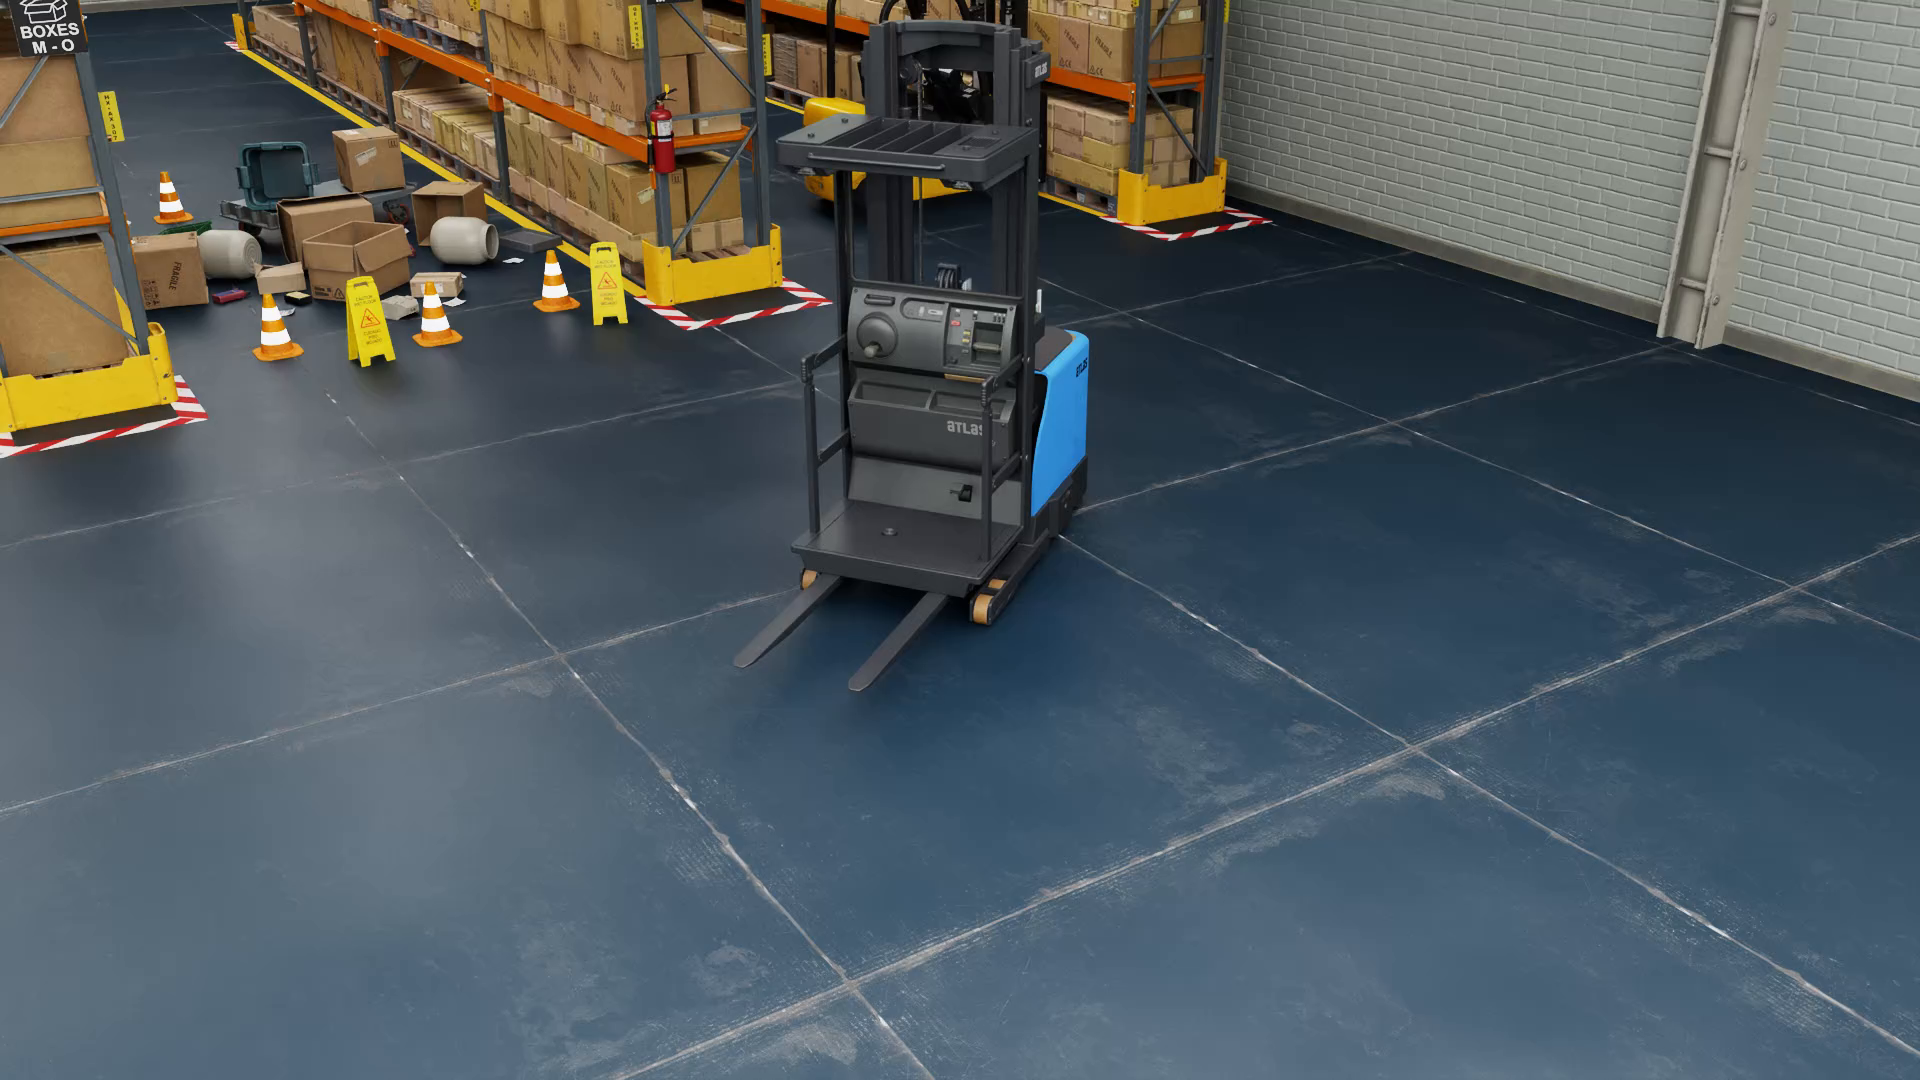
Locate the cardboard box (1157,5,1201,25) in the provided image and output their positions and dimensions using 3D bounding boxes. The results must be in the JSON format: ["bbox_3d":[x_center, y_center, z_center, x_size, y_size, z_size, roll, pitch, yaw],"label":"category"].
[{"bbox_3d":[2.132,-5.146,16.260,0.380,0.149,0.250,-16,30,-31],"label":"cardboard box"}]

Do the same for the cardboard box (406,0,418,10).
[{"bbox_3d":[-5.786,-6.111,18.223,0.500,0.500,0.500,-15,29,-29],"label":"cardboard box"}]

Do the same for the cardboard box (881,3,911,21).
[{"bbox_3d":[-0.578,-6.108,19.351,0.500,0.250,0.500,-15,29,-28],"label":"cardboard box"}]

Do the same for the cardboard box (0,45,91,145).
[{"bbox_3d":[-6.319,-2.976,11.100,0.875,0.550,0.550,-16,29,-30],"label":"cardboard box"}]

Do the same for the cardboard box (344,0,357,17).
[{"bbox_3d":[-7.210,-6.561,20.310,0.500,0.250,0.500,-15,29,-29],"label":"cardboard box"}]

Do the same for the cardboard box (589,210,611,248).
[{"bbox_3d":[-3.000,-2.828,14.955,0.500,0.250,0.500,-15,29,-29],"label":"cardboard box"}]

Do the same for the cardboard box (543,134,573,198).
[{"bbox_3d":[-3.561,-3.536,15.576,0.500,0.500,0.500,-14,29,-27],"label":"cardboard box"}]

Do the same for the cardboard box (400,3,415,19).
[{"bbox_3d":[-6.033,-5.925,18.590,0.380,0.149,0.250,-15,29,-29],"label":"cardboard box"}]

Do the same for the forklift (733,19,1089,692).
[{"bbox_3d":[-0.229,-1.075,8.593,1.130,2.935,3.031,9,27,19],"label":"forklift"}]

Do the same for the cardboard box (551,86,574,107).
[{"bbox_3d":[-3.486,-4.054,15.118,0.380,0.149,0.250,-16,29,-30],"label":"cardboard box"}]

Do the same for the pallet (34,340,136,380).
[{"bbox_3d":[-6.651,-1.285,12.224,1.003,0.211,1.213,-16,29,-30],"label":"pallet"}]

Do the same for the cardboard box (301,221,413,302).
[{"bbox_3d":[-5.137,-2.377,14.196,0.637,0.503,0.797,7,26,15],"label":"cardboard box"}]

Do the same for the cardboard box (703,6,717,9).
[{"bbox_3d":[-3.713,-7.628,24.071,0.380,0.149,0.250,-14,29,-28],"label":"cardboard box"}]

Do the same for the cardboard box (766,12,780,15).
[{"bbox_3d":[-2.687,-7.390,23.566,0.380,0.149,0.250,-17,30,-32],"label":"cardboard box"}]

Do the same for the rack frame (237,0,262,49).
[{"bbox_3d":[-10.791,-9.191,25.705,1.000,3.000,0.127,-16,29,-30],"label":"rack frame"}]

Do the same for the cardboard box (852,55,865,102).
[{"bbox_3d":[-0.795,-5.636,20.465,0.875,0.625,0.625,-16,30,-30],"label":"cardboard box"}]

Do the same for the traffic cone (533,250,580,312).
[{"bbox_3d":[-3.372,-2.174,13.813,0.336,0.463,0.334,-16,29,-30],"label":"traffic cone"}]

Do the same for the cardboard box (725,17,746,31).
[{"bbox_3d":[-3.031,-7.153,23.064,0.380,0.149,0.250,-17,30,-31],"label":"cardboard box"}]

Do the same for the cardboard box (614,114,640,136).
[{"bbox_3d":[-2.672,-3.503,13.951,0.380,0.149,0.250,-16,30,-30],"label":"cardboard box"}]

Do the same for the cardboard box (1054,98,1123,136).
[{"bbox_3d":[1.304,-4.298,16.898,0.500,0.250,0.500,-15,29,-29],"label":"cardboard box"}]

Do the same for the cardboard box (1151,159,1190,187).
[{"bbox_3d":[1.996,-3.794,17.001,0.500,0.250,0.500,-15,29,-29],"label":"cardboard box"}]

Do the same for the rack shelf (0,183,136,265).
[{"bbox_3d":[-7.241,-2.668,12.731,1.077,0.370,4.000,-16,29,-30],"label":"rack shelf"}]

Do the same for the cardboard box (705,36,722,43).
[{"bbox_3d":[-2.369,-4.066,14.384,0.500,0.500,0.500,-15,29,-28],"label":"cardboard box"}]

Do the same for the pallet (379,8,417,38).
[{"bbox_3d":[-5.946,-6.012,19.197,1.213,0.211,1.003,-16,29,-30],"label":"pallet"}]

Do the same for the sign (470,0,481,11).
[{"bbox_3d":[-4.704,-5.291,16.089,0.100,0.325,0.005,-16,29,-30],"label":"sign"}]

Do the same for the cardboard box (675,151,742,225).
[{"bbox_3d":[-2.279,-3.115,14.685,0.500,0.500,0.500,-17,30,-31],"label":"cardboard box"}]

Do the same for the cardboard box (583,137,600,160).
[{"bbox_3d":[-3.104,-3.479,14.696,0.380,0.149,0.250,-15,29,-29],"label":"cardboard box"}]

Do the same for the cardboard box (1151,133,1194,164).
[{"bbox_3d":[2.017,-4.015,16.885,0.500,0.250,0.500,-15,29,-29],"label":"cardboard box"}]

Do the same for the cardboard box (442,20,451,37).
[{"bbox_3d":[-5.195,-5.367,17.408,0.380,0.149,0.250,-15,29,-29],"label":"cardboard box"}]

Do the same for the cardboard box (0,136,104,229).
[{"bbox_3d":[-6.390,-2.468,11.289,0.875,0.550,0.550,-16,29,-30],"label":"cardboard box"}]

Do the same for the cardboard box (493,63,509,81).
[{"bbox_3d":[-4.337,-4.597,16.269,0.380,0.149,0.250,-16,29,-30],"label":"cardboard box"}]

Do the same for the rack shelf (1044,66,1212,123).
[{"bbox_3d":[1.008,-5.016,17.704,1.077,0.370,4.000,-16,29,-30],"label":"rack shelf"}]

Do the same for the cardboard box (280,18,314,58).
[{"bbox_3d":[-9.350,-7.361,24.338,0.875,0.438,0.875,-17,30,-31],"label":"cardboard box"}]

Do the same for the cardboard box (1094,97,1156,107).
[{"bbox_3d":[1.720,-4.418,17.153,0.500,0.250,0.500,-15,29,-29],"label":"cardboard box"}]

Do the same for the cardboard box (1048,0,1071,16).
[{"bbox_3d":[1.110,-5.390,16.778,0.380,0.149,0.250,-17,30,-31],"label":"cardboard box"}]

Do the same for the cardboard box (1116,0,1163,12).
[{"bbox_3d":[1.728,-5.178,15.979,0.380,0.149,0.250,-15,29,-29],"label":"cardboard box"}]

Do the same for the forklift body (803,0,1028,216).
[{"bbox_3d":[-0.464,-4.495,16.753,2.313,2.155,1.214,-16,29,-30],"label":"forklift body"}]

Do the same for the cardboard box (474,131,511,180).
[{"bbox_3d":[-4.529,-4.087,17.480,0.950,0.372,0.625,-15,29,-29],"label":"cardboard box"}]

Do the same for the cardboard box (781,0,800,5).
[{"bbox_3d":[-1.959,-7.023,21.288,0.500,0.250,0.500,-16,30,-31],"label":"cardboard box"}]

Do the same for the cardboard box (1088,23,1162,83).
[{"bbox_3d":[1.611,-4.786,16.257,0.500,0.500,0.500,-16,30,-31],"label":"cardboard box"}]

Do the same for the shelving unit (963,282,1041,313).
[{"bbox_3d":[0.220,-0.979,10.419,0.503,1.200,0.258,9,27,19],"label":"shelving unit"}]

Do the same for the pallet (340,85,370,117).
[{"bbox_3d":[-7.453,-5.804,21.797,1.003,0.211,1.213,-16,29,-30],"label":"pallet"}]

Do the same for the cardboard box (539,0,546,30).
[{"bbox_3d":[-3.309,-4.783,14.732,0.700,0.500,0.500,-16,29,-30],"label":"cardboard box"}]

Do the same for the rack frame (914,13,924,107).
[{"bbox_3d":[-0.084,-6.057,19.066,1.000,3.000,0.127,-16,29,-30],"label":"rack frame"}]

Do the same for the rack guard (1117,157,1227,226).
[{"bbox_3d":[2.113,-3.487,16.551,1.175,0.500,0.348,-16,29,-30],"label":"rack guard"}]

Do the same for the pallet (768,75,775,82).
[{"bbox_3d":[-2.643,-6.502,23.276,1.003,0.211,1.213,-16,29,-30],"label":"pallet"}]

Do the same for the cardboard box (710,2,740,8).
[{"bbox_3d":[-3.453,-7.832,24.503,0.380,0.149,0.250,-15,29,-28],"label":"cardboard box"}]

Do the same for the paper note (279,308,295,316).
[{"bbox_3d":[-5.560,-1.876,13.691,0.144,0.017,0.142,-6,26,-12],"label":"paper note"}]

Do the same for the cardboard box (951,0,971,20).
[{"bbox_3d":[0.238,-5.700,18.193,0.500,0.500,0.500,-15,29,-29],"label":"cardboard box"}]

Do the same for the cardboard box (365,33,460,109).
[{"bbox_3d":[-6.732,-5.825,20.572,0.875,0.875,0.875,-16,30,-30],"label":"cardboard box"}]

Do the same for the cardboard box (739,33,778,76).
[{"bbox_3d":[-2.678,-6.648,22.755,0.500,0.500,0.500,-15,29,-28],"label":"cardboard box"}]

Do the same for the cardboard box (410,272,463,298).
[{"bbox_3d":[-4.465,-2.176,14.186,0.380,0.149,0.250,-1,25,-3],"label":"cardboard box"}]

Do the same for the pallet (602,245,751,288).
[{"bbox_3d":[-2.512,-2.533,14.868,1.003,0.211,1.213,-16,29,-30],"label":"pallet"}]

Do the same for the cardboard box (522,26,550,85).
[{"bbox_3d":[-3.677,-4.499,15.301,0.500,0.500,0.500,-16,30,-30],"label":"cardboard box"}]

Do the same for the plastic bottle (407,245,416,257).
[{"bbox_3d":[-5.107,-2.671,15.336,0.133,0.061,0.283,-10,27,-21],"label":"plastic bottle"}]
